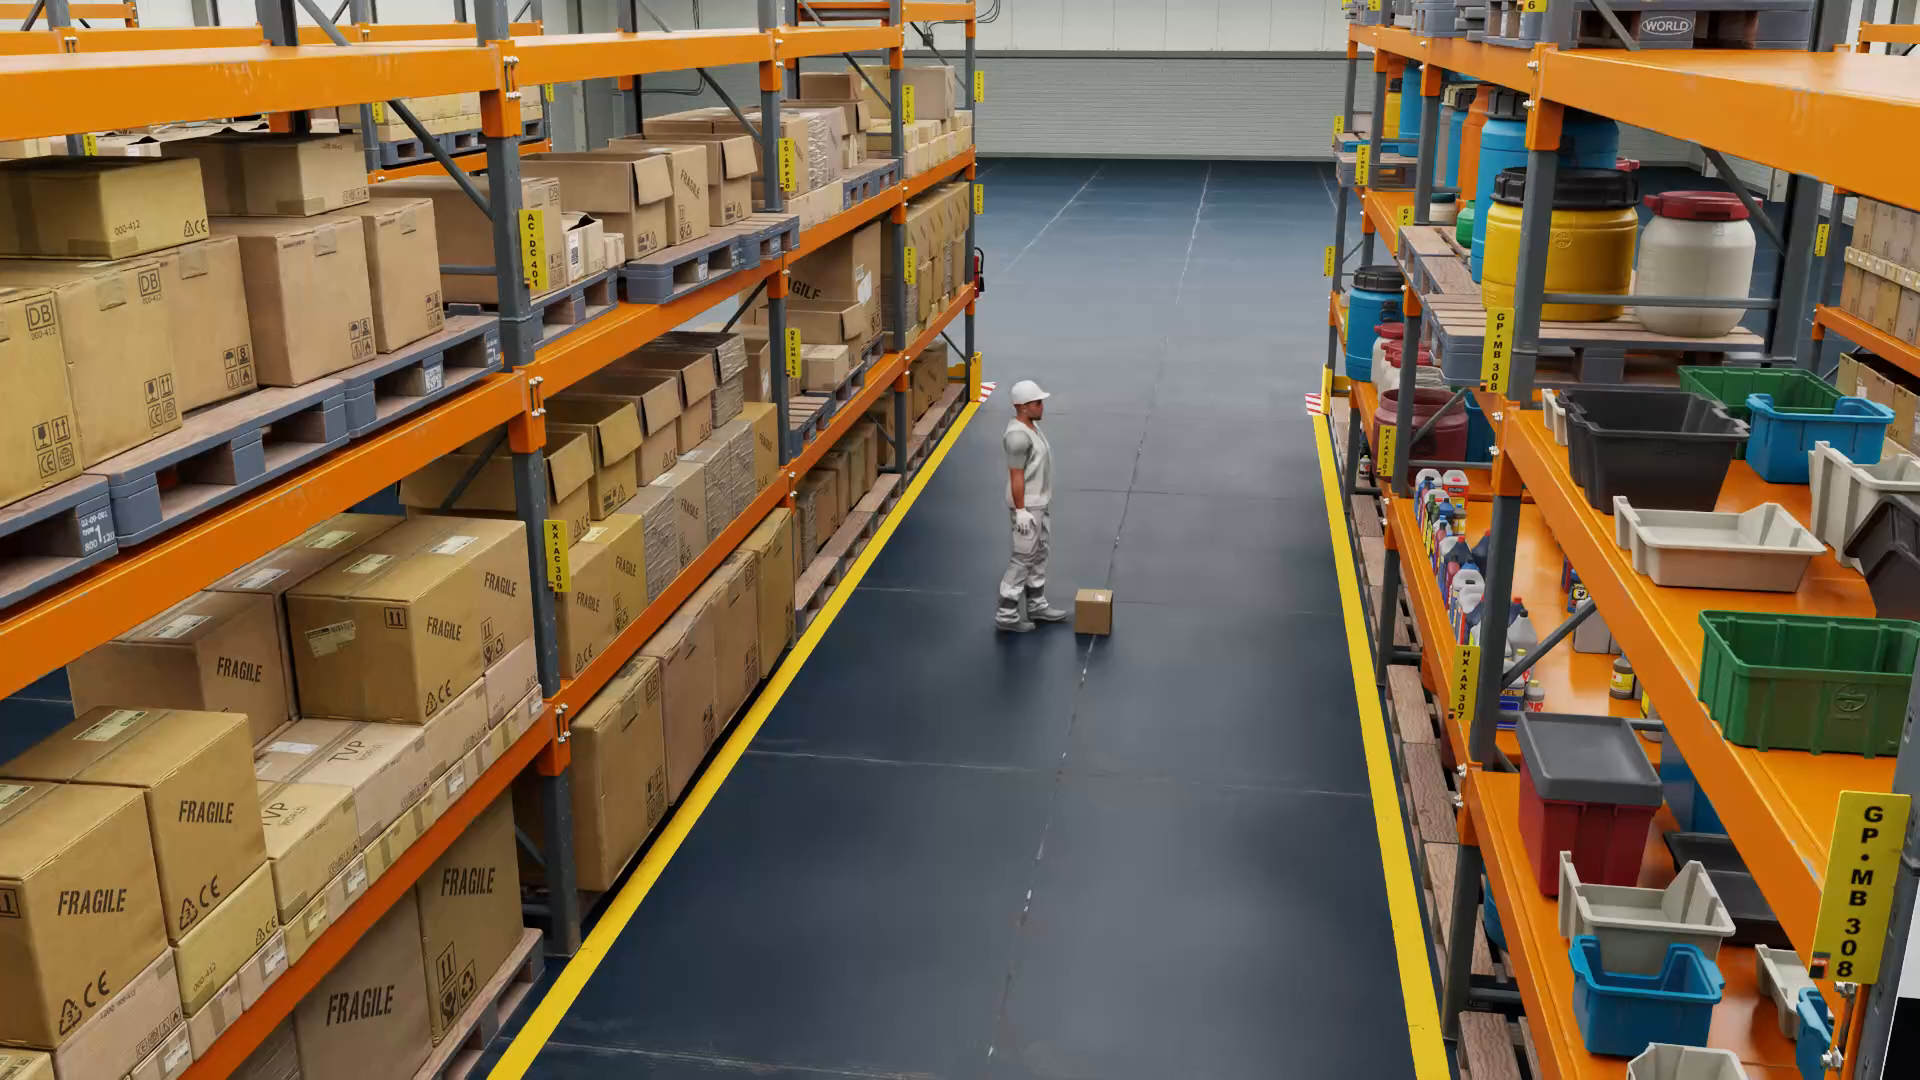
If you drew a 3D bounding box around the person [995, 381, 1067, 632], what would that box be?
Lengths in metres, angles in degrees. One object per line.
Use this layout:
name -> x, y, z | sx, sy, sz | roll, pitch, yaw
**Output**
person -> 0.526, -0.237, 11.782 | 0.482, 1.812, 0.541 | 3, 18, 10
